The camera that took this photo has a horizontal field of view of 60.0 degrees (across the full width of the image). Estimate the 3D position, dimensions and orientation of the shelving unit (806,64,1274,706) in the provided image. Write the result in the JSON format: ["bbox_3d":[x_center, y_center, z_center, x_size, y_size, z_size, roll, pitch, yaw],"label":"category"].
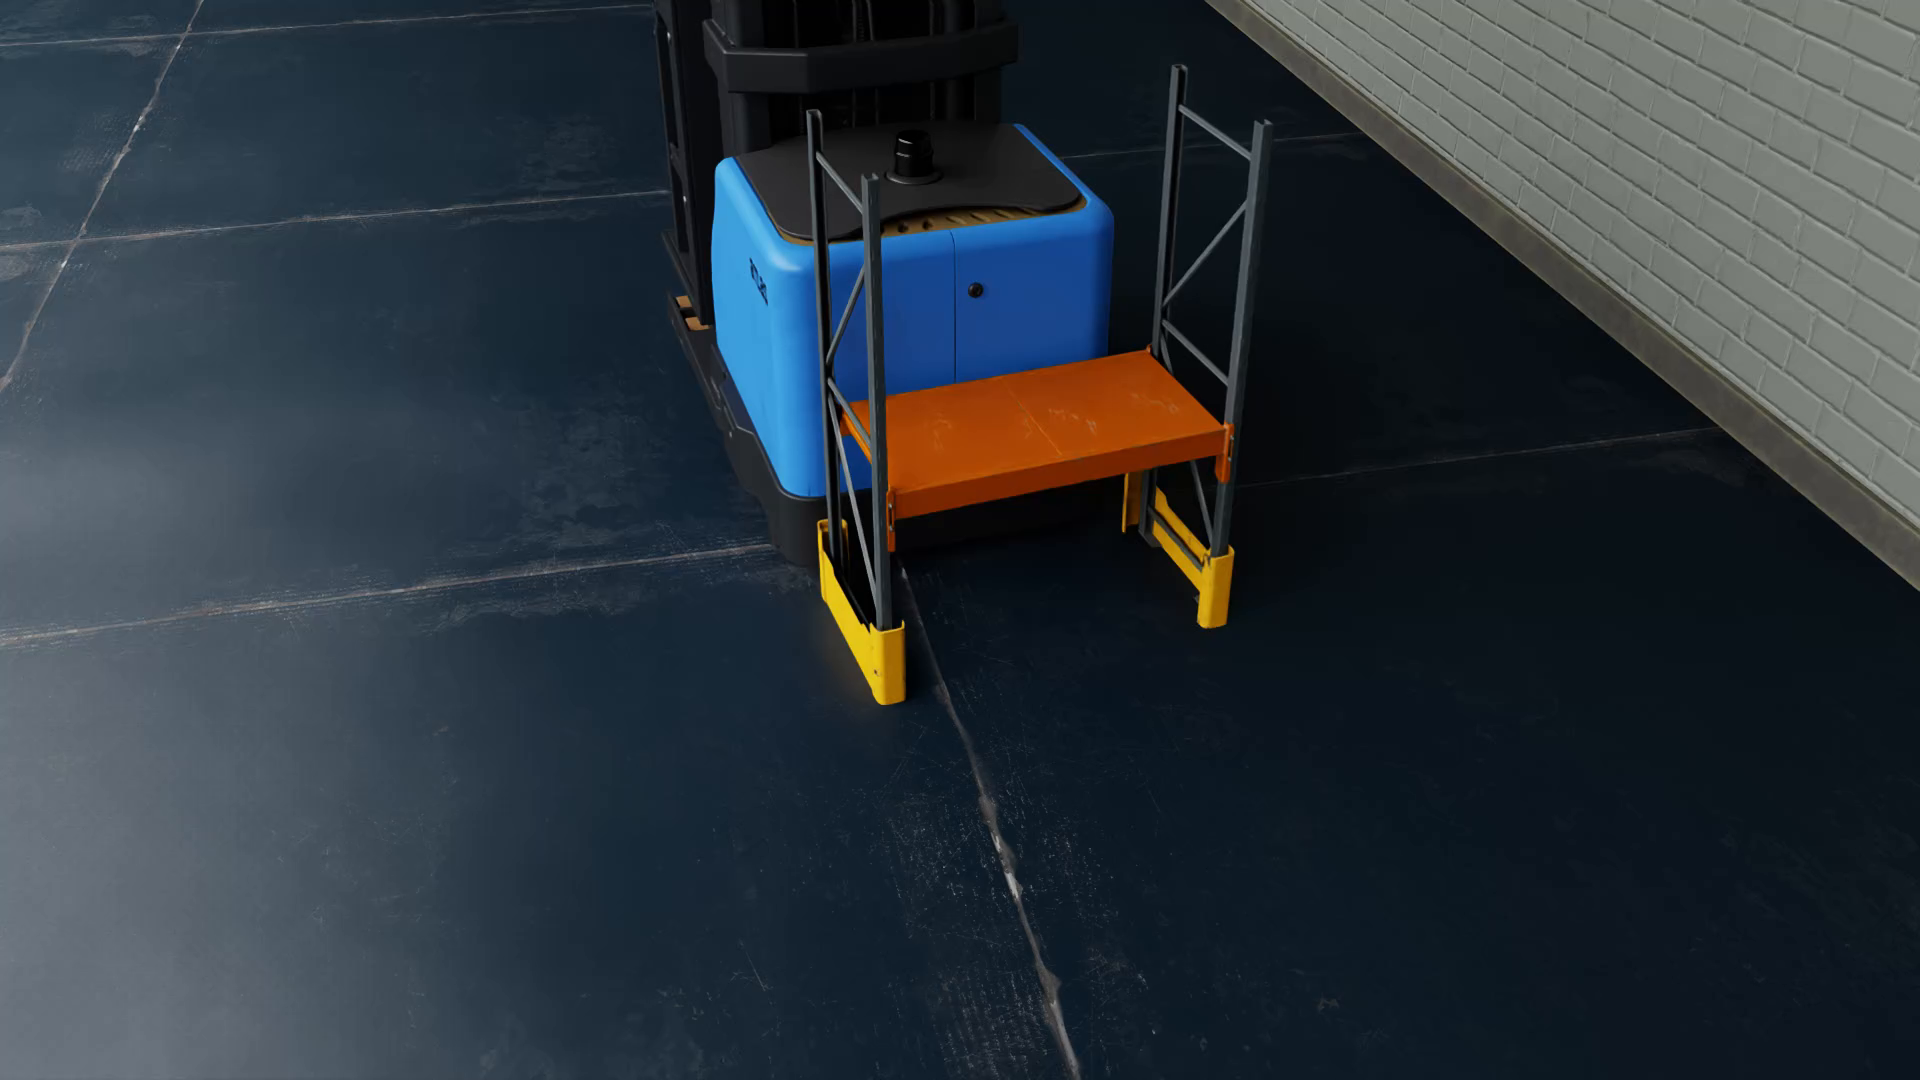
[{"bbox_3d":[0.184,-0.422,4.533,1.083,1.500,0.587,-12,36,-17],"label":"shelving unit"}]

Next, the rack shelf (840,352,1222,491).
[{"bbox_3d":[0.192,-0.330,4.599,0.952,0.026,0.459,-12,36,-17],"label":"rack shelf"}]

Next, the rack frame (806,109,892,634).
[{"bbox_3d":[-0.284,-0.325,4.388,0.032,1.500,0.500,-12,36,-17],"label":"rack frame"}]

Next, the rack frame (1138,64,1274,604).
[{"bbox_3d":[0.668,-0.523,4.684,0.032,1.500,0.500,-12,36,-17],"label":"rack frame"}]

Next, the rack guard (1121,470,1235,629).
[{"bbox_3d":[0.650,0.000,5.026,0.087,0.250,0.587,-12,36,-17],"label":"rack guard"}]

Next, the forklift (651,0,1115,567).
[{"bbox_3d":[-15.768,-2.484,6.321,29.544,2.935,14.453,-10,35,-15],"label":"forklift"}]

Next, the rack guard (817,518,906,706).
[{"bbox_3d":[-0.283,0.194,4.737,0.087,0.250,0.587,-12,36,-17],"label":"rack guard"}]
